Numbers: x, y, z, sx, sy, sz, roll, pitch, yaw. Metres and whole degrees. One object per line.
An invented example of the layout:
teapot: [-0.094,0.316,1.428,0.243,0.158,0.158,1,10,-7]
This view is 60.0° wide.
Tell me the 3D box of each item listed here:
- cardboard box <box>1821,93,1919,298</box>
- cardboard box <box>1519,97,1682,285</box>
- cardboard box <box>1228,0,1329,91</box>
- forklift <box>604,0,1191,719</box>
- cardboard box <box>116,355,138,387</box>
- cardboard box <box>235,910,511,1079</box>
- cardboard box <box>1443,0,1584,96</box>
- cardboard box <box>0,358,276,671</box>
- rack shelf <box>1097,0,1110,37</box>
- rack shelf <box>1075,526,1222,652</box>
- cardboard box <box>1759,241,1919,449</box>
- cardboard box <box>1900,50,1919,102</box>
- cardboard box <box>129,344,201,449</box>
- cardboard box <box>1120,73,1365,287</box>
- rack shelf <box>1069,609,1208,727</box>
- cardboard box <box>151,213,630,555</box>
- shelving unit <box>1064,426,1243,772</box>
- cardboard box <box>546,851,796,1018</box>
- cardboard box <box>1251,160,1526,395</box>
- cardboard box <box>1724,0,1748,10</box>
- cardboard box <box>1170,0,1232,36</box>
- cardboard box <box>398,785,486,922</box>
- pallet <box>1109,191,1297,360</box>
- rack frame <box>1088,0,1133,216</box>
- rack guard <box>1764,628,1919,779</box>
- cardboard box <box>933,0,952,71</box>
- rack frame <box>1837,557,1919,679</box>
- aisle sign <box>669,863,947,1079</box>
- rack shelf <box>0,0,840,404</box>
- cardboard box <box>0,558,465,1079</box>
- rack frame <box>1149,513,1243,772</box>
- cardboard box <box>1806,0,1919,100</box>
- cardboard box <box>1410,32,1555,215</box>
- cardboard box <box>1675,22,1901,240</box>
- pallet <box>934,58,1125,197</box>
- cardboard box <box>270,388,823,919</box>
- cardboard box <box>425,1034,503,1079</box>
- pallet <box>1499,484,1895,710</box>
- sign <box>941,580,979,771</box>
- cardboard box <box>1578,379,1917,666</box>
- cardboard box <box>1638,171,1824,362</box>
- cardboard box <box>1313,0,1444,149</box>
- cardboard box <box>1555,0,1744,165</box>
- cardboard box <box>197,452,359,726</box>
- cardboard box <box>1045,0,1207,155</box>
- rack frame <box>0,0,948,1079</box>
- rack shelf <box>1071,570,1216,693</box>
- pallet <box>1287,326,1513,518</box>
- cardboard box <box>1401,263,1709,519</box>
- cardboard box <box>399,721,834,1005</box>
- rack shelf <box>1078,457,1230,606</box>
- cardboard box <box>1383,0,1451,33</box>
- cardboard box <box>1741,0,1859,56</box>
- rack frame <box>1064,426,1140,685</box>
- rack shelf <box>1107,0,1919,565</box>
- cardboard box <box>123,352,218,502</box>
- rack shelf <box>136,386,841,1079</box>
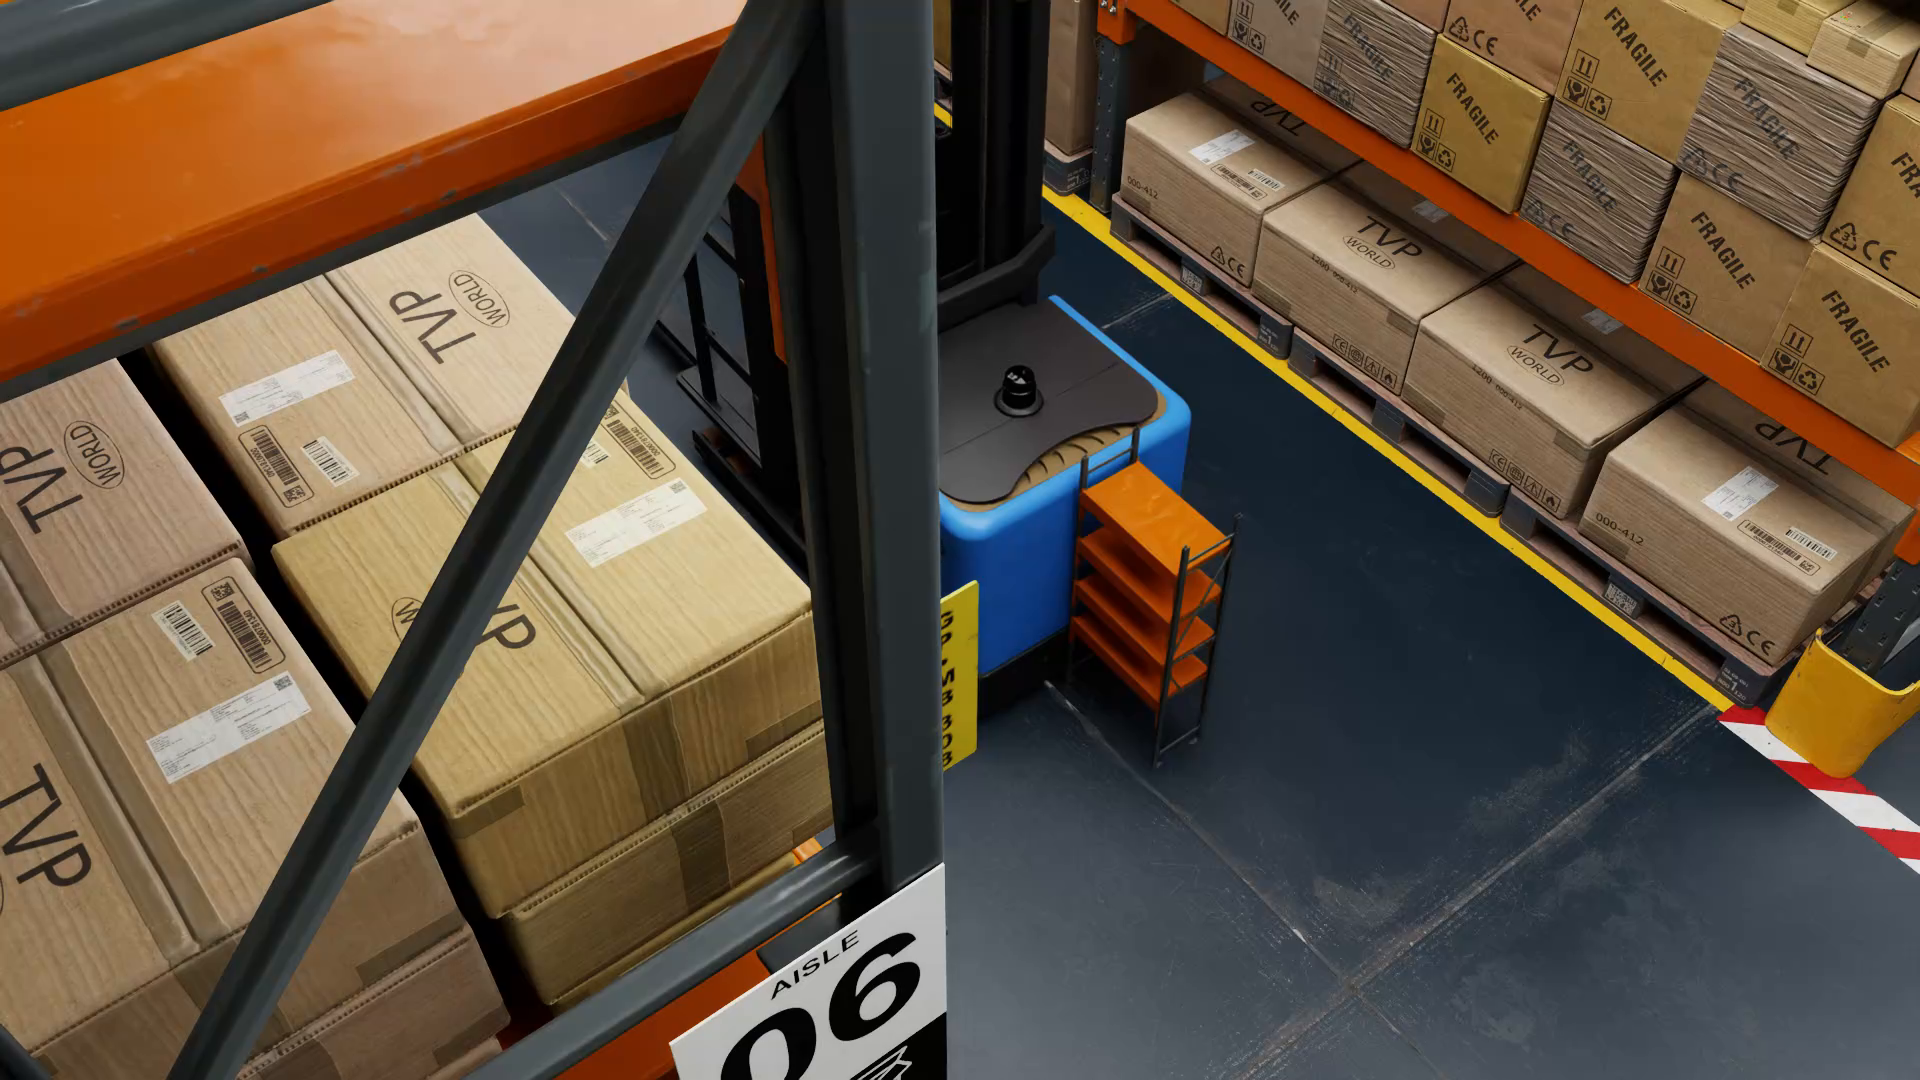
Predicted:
cardboard box: [3.015,-1.055,4.938,0.500,0.500,0.500,-28,54,-23]
cardboard box: [2.382,-1.309,5.843,0.500,0.500,0.500,-28,54,-23]
cardboard box: [1.451,-2.207,6.658,0.500,0.500,0.500,-29,54,-24]
forklift: [-0.464,-1.382,6.023,1.130,2.935,3.031,-29,54,-24]
cardboard box: [-1.459,-0.613,3.156,0.500,0.250,0.500,-30,55,-25]
cardboard box: [-0.938,0.524,2.125,0.500,0.250,0.500,-30,55,-25]
cardboard box: [2.075,-1.940,5.741,0.500,0.500,0.500,-30,54,-24]
cardboard box: [-1.258,0.052,2.215,0.500,0.250,0.500,-31,55,-25]
rack shelf: [-0.137,-3.804,8.659,1.077,0.370,4.000,-29,54,-24]
rack shelf: [0.638,0.125,5.614,0.258,0.148,0.480,-29,54,-24]
cardboard box: [2.993,-0.707,5.298,0.500,0.500,0.500,-29,54,-24]
cardboard box: [2.947,-1.356,4.773,0.380,0.149,0.250,-28,54,-23]
cardboard box: [-1.129,-0.477,2.695,0.500,0.250,0.500,-30,55,-25]
cardboard box: [1.369,-1.729,7.737,0.875,0.438,0.875,-30,54,-24]
rack shelf: [0.638,0.409,5.927,0.258,0.148,0.480,-29,54,-24]
cardboard box: [-0.814,-0.187,2.432,0.500,0.250,0.500,-30,54,-24]
shelving unit: [0.638,0.230,5.730,0.258,1.200,0.503,-29,54,-24]
cardboard box: [-0.460,0.505,2.411,0.380,0.149,0.250,-28,54,-23]
cardboard box: [1.911,-1.201,7.259,0.875,0.438,0.875,-31,55,-25]
cardboard box: [2.502,-1.823,5.197,0.380,0.149,0.250,-30,54,-24]
cardboard box: [1.150,-2.506,6.929,0.500,0.500,0.500,-28,54,-23]
cardboard box: [-0.640,0.363,2.540,0.380,0.149,0.250,-28,54,-23]
pallet: [1.472,-1.446,7.918,1.003,0.211,1.213,-29,54,-24]
rack frame: [1.074,-2.867,7.323,1.000,3.000,0.127,-29,54,-24]
rack guard: [3.511,0.346,6.098,1.175,0.500,0.348,-29,54,-24]
cardboard box: [0.082,-3.153,8.733,0.875,0.875,0.875,-28,54,-23]
rack frame: [3.496,-0.508,5.185,1.000,3.000,0.127,-29,54,-24]
aisle sign: [-0.177,0.756,2.284,0.394,0.787,0.004,-29,54,-24]
rack shelf: [-1.663,-1.231,2.278,1.077,0.370,4.000,-29,54,-24]
cardboard box: [-0.943,0.359,1.937,0.500,0.250,0.500,-31,55,-25]
rack frame: [0.783,0.376,5.598,0.240,1.200,0.015,-29,54,-24]
cardboard box: [2.723,-1.470,4.877,0.380,0.149,0.250,-30,54,-24]
cardboard box: [2.059,-1.607,6.114,0.500,0.500,0.500,-28,54,-23]
cardboard box: [2.675,-1.350,5.206,0.500,0.500,0.500,-29,54,-24]
pallet: [0.547,-2.351,8.738,1.003,0.211,1.213,-29,54,-24]
cardboard box: [-0.521,0.122,2.152,0.500,0.250,0.500,-30,54,-24]
cardboard box: [-0.830,0.713,2.223,0.380,0.149,0.250,-28,54,-23]
pallet: [2.950,-0.008,6.613,1.003,0.211,1.213,-29,54,-24]
sign: [-0.020,0.176,1.950,0.100,0.325,0.005,-29,54,-24]
cardboard box: [3.017,-0.133,6.291,0.875,0.438,0.875,-31,55,-25]
cardboard box: [2.702,-1.010,5.572,0.500,0.500,0.500,-30,55,-25]
cardboard box: [1.747,-1.911,6.389,0.500,0.500,0.500,-29,54,-24]
cardboard box: [2.378,-1.643,5.471,0.500,0.500,0.500,-30,54,-24]
cardboard box: [-0.827,-0.011,2.610,0.500,0.250,0.500,-28,54,-23]
cardboard box: [0.635,-2.624,8.253,0.875,0.875,0.875,-28,54,-23]
rack frame: [-0.452,-0.294,0.942,1.000,3.000,0.127,-29,54,-24]
rack shelf: [0.638,0.276,5.780,0.258,0.148,0.480,-29,54,-24]
pallet: [2.215,-0.727,7.265,1.003,0.211,1.213,-29,54,-24]
cardboard box: [2.456,-0.669,6.776,0.875,0.438,0.875,-28,54,-23]
cardboard box: [-0.503,0.280,2.347,0.500,0.250,0.500,-30,54,-24]
rack shelf: [0.638,-0.033,5.439,0.258,0.148,0.480,-29,54,-24]
cardboard box: [1.772,-2.239,6.011,0.500,0.500,0.500,-28,54,-23]
cardboard box: [2.604,-1.637,5.028,0.380,0.149,0.250,-28,54,-23]
rack frame: [0.492,0.085,5.862,0.240,1.200,0.015,-29,54,-24]
rack shelf: [2.285,-1.446,6.520,1.077,0.370,4.000,-29,54,-24]
cardboard box: [-1.127,-0.318,2.888,0.500,0.250,0.500,-31,55,-25]
rack shelf: [-1.663,-0.224,3.388,1.077,0.370,4.000,-29,54,-24]
